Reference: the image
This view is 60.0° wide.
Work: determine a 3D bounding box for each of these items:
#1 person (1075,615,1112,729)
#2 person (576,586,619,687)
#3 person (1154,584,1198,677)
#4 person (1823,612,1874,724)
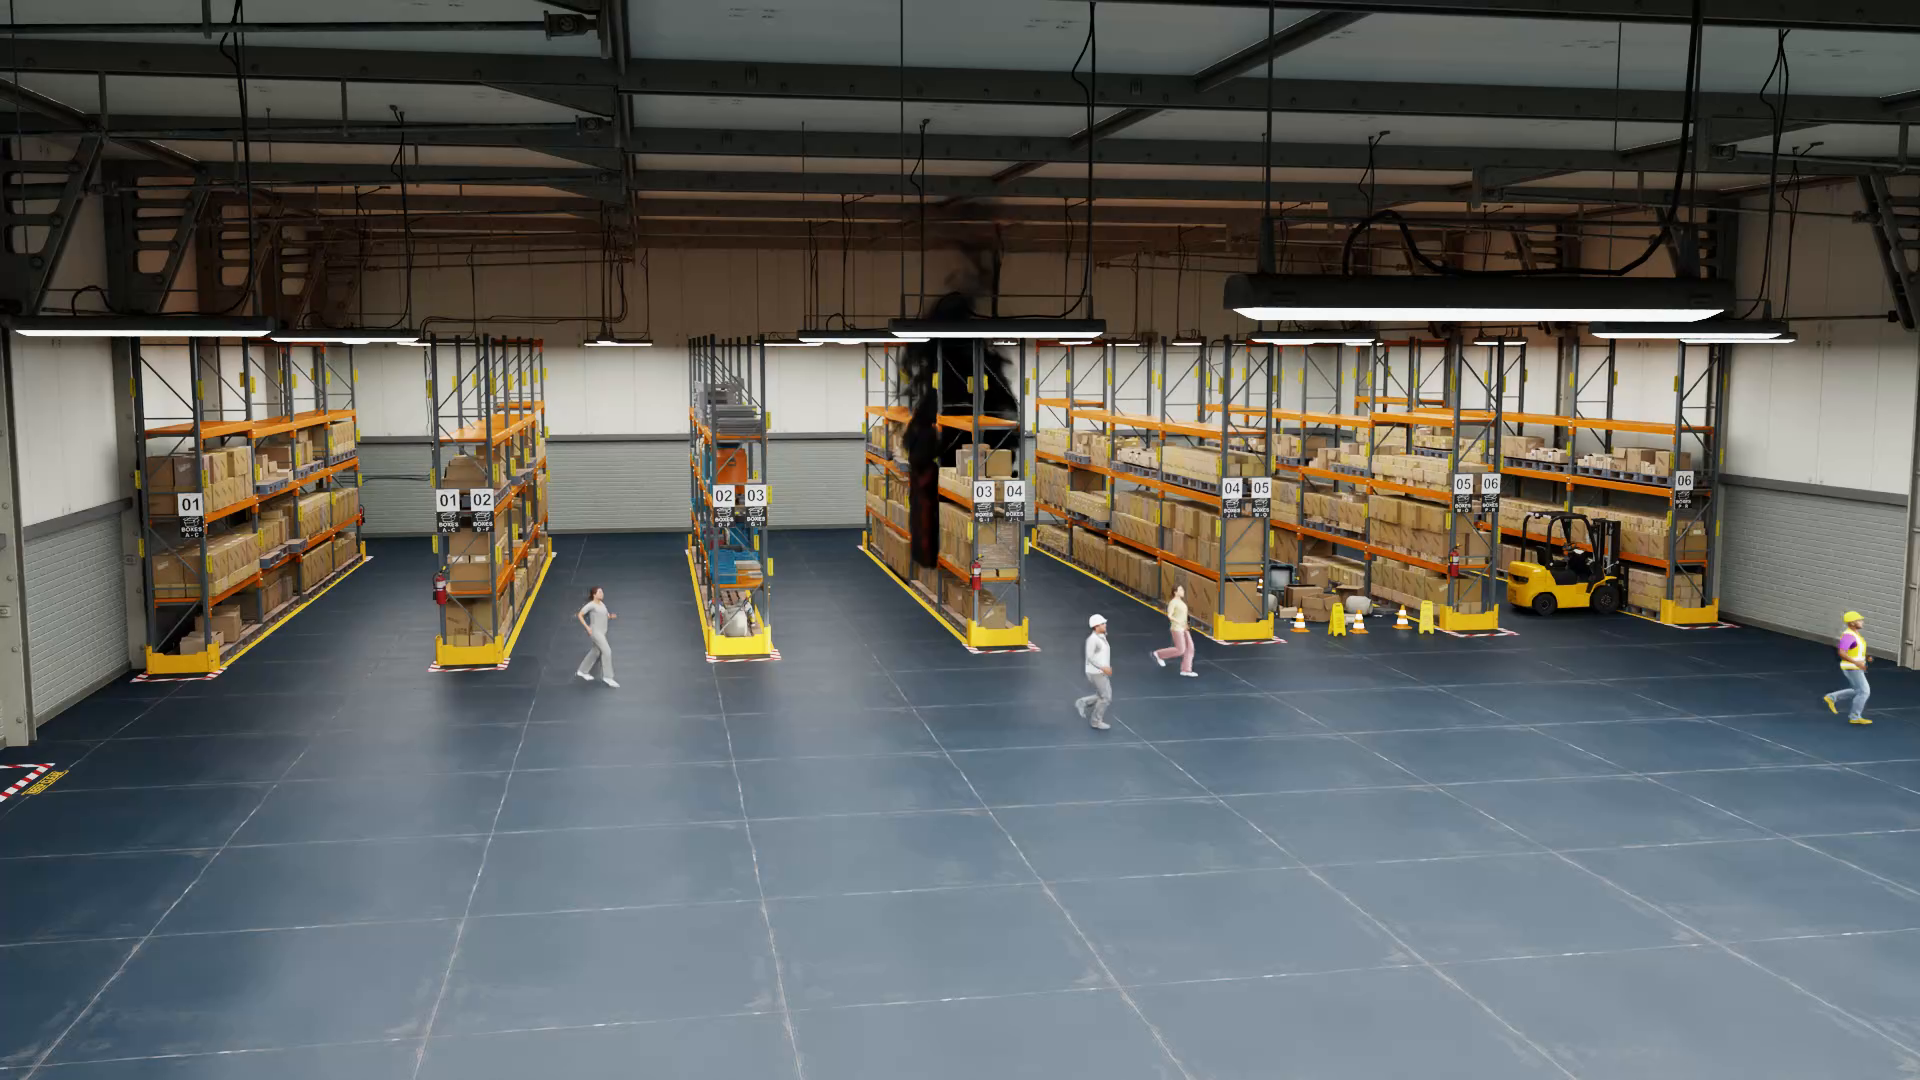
[{"bbox_3d":[2.029,1.985,25.215,0.600,1.727,0.690,2,7,14],"label":"person"},{"bbox_3d":[-6.203,1.634,28.395,0.829,1.717,0.543,1,7,11],"label":"person"},{"bbox_3d":[3.822,1.575,29.265,0.791,1.632,0.594,3,7,26],"label":"person"},{"bbox_3d":[13.655,1.953,25.512,0.696,1.720,0.704,4,8,34],"label":"person"}]
